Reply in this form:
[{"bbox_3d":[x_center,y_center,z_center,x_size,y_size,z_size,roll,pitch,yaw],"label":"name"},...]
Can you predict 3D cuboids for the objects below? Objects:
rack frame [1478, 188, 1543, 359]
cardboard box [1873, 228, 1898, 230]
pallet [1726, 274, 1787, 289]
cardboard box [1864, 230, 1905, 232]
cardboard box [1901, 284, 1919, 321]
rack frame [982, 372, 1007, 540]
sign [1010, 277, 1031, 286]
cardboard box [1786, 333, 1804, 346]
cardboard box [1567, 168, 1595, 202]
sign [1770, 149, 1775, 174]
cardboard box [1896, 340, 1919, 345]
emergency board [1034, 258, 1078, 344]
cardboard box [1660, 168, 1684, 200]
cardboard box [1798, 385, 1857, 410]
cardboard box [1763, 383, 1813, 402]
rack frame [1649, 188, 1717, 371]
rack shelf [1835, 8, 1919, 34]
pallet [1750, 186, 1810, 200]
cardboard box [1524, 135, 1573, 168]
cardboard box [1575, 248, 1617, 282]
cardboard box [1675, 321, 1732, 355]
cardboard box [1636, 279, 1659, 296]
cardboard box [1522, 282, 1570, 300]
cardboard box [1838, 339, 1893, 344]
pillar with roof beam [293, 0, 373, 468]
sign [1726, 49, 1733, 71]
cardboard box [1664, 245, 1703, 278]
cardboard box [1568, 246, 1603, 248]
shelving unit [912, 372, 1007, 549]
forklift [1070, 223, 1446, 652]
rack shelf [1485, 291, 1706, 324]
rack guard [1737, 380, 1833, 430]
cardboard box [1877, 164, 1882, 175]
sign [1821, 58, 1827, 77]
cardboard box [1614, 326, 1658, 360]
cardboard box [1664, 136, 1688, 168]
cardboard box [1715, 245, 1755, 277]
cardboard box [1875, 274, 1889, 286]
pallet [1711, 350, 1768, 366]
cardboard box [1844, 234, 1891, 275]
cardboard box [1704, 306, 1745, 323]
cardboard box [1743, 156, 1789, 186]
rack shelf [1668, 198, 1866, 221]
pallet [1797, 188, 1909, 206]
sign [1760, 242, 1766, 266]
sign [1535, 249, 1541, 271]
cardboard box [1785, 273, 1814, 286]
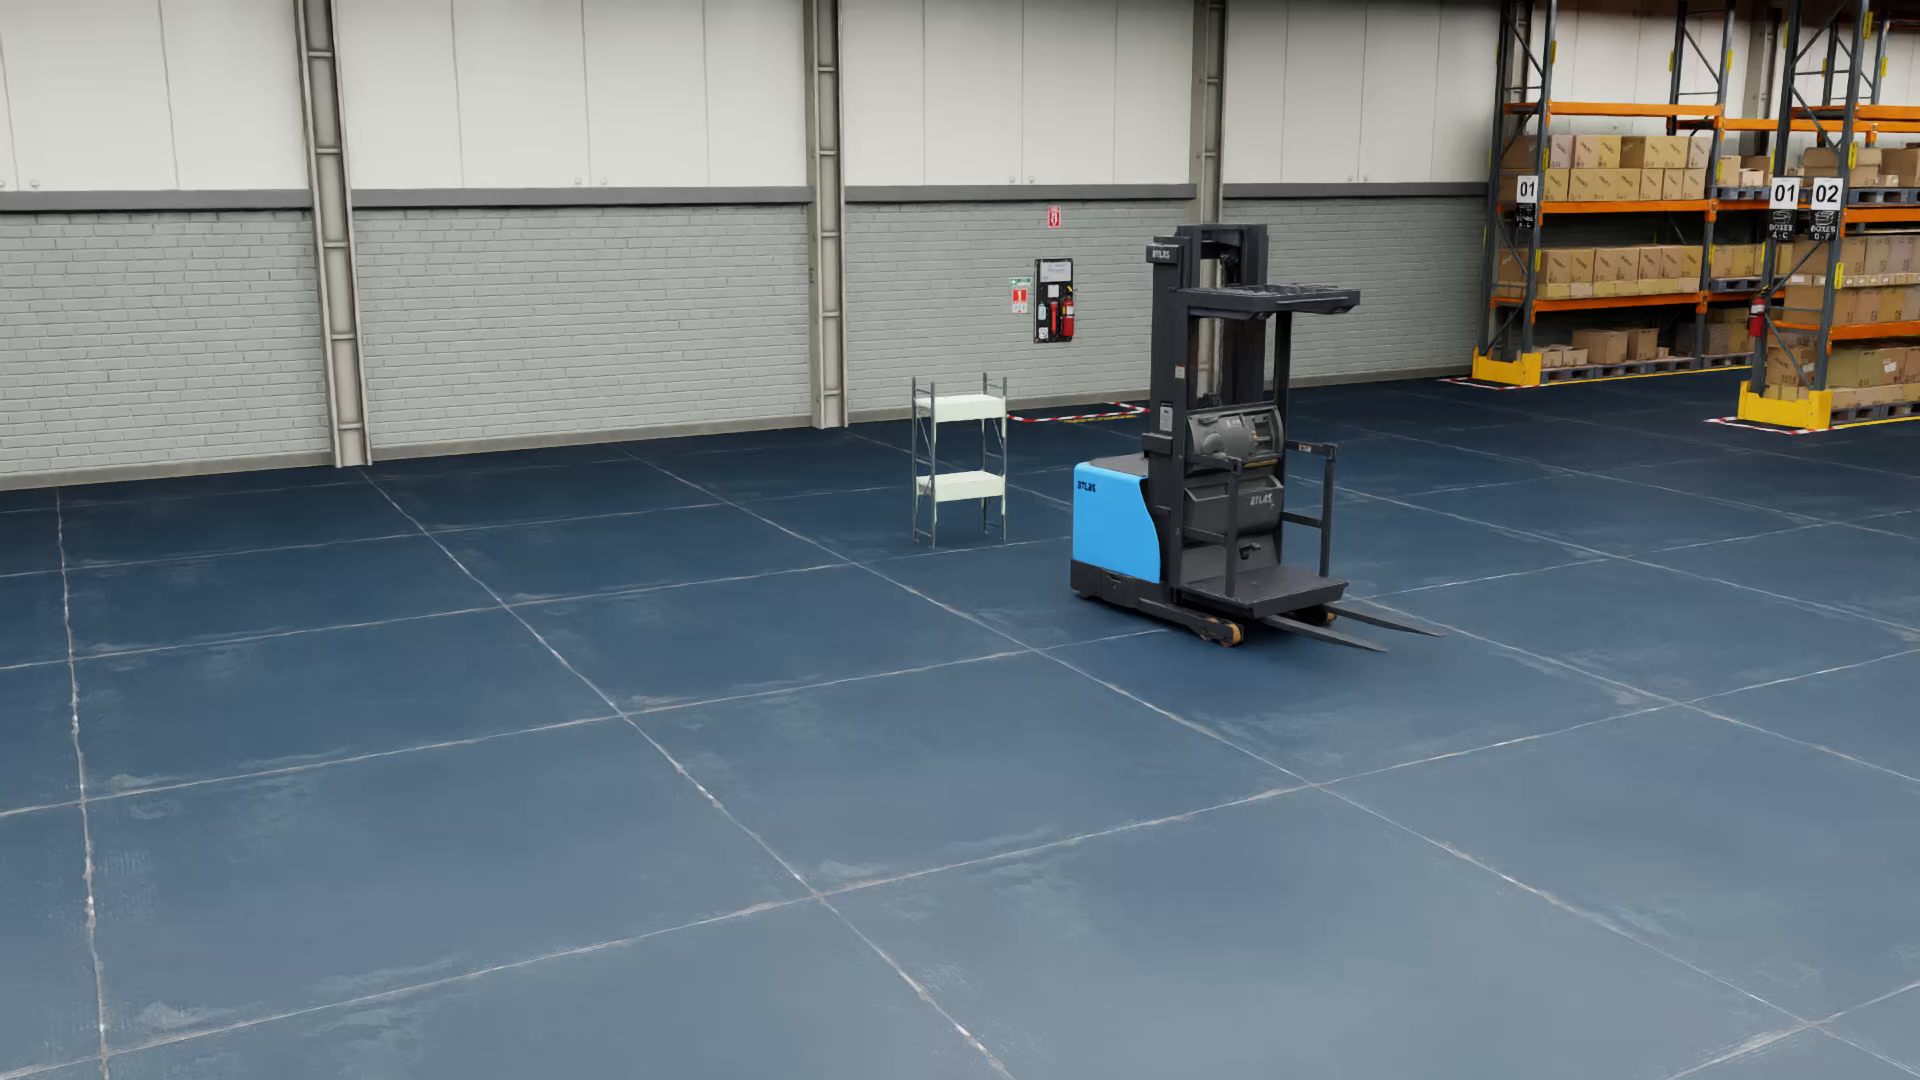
[{"bbox_3d":[8.618,-3.983,26.118,0.127,3.000,1.000,-7,14,-28],"label":"rack frame"},{"bbox_3d":[17.268,-5.653,30.878,0.500,0.250,0.500,-7,15,-29],"label":"cardboard box"},{"bbox_3d":[13.922,-4.515,28.918,1.213,0.211,1.003,-7,14,-28],"label":"pallet"},{"bbox_3d":[16.633,-5.449,29.973,0.500,0.250,0.500,-7,14,-29],"label":"cardboard box"},{"bbox_3d":[12.768,-3.288,22.800,0.500,0.500,0.700,-6,14,-26],"label":"cardboard box"},{"bbox_3d":[0.315,-0.769,15.253,0.023,1.500,0.400,-7,14,-28],"label":"rack frame"},{"bbox_3d":[0.837,-3.576,23.021,0.331,0.109,0.001,-7,14,-28],"label":"sign"},{"bbox_3d":[14.525,-3.703,29.561,0.500,0.500,0.700,-7,14,-28],"label":"cardboard box"},{"bbox_3d":[9.520,-5.542,25.938,0.500,0.500,0.500,-6,14,-24],"label":"cardboard box"},{"bbox_3d":[10.747,-4.992,21.931,0.005,0.325,0.100,-7,14,-28],"label":"sign"},{"bbox_3d":[13.322,-2.485,23.057,0.500,0.500,0.500,-7,14,-28],"label":"cardboard box"},{"bbox_3d":[1.364,-3.340,23.259,0.643,1.169,0.194,-7,14,-28],"label":"emergency board"},{"bbox_3d":[11.354,-5.775,26.972,0.500,0.500,0.500,-8,15,-33],"label":"cardboard box"},{"bbox_3d":[11.572,-1.906,22.194,0.500,0.250,0.500,-7,14,-28],"label":"cardboard box"},{"bbox_3d":[11.324,-2.006,22.637,0.500,0.250,0.500,-7,14,-28],"label":"cardboard box"},{"bbox_3d":[12.129,-4.404,27.988,0.127,3.000,1.000,-7,14,-28],"label":"rack frame"},{"bbox_3d":[17.395,-9.233,29.848,4.000,0.370,1.077,-7,14,-28],"label":"rack shelf"},{"bbox_3d":[13.630,-5.930,28.364,1.003,0.211,1.213,-7,14,-28],"label":"pallet"},{"bbox_3d":[9.072,-5.987,25.638,0.500,0.500,0.500,-8,15,-32],"label":"cardboard box"},{"bbox_3d":[10.076,-4.381,26.474,0.500,0.500,0.500,-7,15,-30],"label":"cardboard box"},{"bbox_3d":[12.767,-3.480,28.572,0.500,0.500,0.700,-6,14,-26],"label":"cardboard box"},{"bbox_3d":[10.983,-4.126,27.047,0.500,0.250,0.500,-7,14,-28],"label":"cardboard box"},{"bbox_3d":[9.198,-3.910,26.089,0.500,0.250,0.500,-7,15,-29],"label":"cardboard box"},{"bbox_3d":[12.633,-2.533,23.270,0.500,0.500,0.500,-7,14,-28],"label":"cardboard box"},{"bbox_3d":[-4.919,-4.427,14.427,0.400,9.000,9.100,-7,14,-28],"label":"pillar with roof beam"},{"bbox_3d":[12.372,-7.719,26.745,0.005,0.325,0.100,-7,14,-28],"label":"sign"},{"bbox_3d":[11.862,-4.597,27.434,0.500,0.500,0.500,-7,14,-28],"label":"cardboard box"},{"bbox_3d":[10.270,-4.536,27.160,0.500,0.500,0.500,-7,14,-27],"label":"cardboard box"},{"bbox_3d":[-0.006,-0.731,15.082,0.755,1.500,0.431,-7,14,-28],"label":"shelving unit"},{"bbox_3d":[2.158,-0.789,12.080,1.130,2.935,3.031,-9,16,-35],"label":"forklift"},{"bbox_3d":[10.373,-3.843,27.132,4.000,0.370,1.077,-7,14,-28],"label":"rack shelf"},{"bbox_3d":[10.973,-1.807,22.141,0.348,0.500,1.175,-7,14,-28],"label":"rack guard"},{"bbox_3d":[12.367,-4.953,22.521,0.500,0.311,0.500,-5,14,-21],"label":"cardboard box"},{"bbox_3d":[15.370,-8.391,29.553,0.005,0.325,0.100,-7,14,-28],"label":"sign"},{"bbox_3d":[11.237,-3.282,27.695,0.500,0.500,0.500,-8,15,-32],"label":"cardboard box"},{"bbox_3d":[11.340,-6.249,26.803,0.500,0.500,0.500,-6,14,-25],"label":"cardboard box"},{"bbox_3d":[13.086,-4.772,28.392,0.500,0.500,0.700,-5,14,-22],"label":"cardboard box"},{"bbox_3d":[12.115,-3.475,22.152,0.250,0.149,0.380,-7,14,-29],"label":"cardboard box"},{"bbox_3d":[13.883,-3.255,29.234,1.213,0.211,1.003,-7,14,-28],"label":"pallet"},{"bbox_3d":[11.916,-3.819,22.207,0.500,0.500,0.700,-7,15,-29],"label":"cardboard box"},{"bbox_3d":[13.152,-3.893,28.699,0.500,0.250,0.500,-7,15,-29],"label":"cardboard box"},{"bbox_3d":[13.729,-6.293,28.365,0.500,0.500,0.500,-7,15,-30],"label":"cardboard box"},{"bbox_3d":[13.884,-5.727,28.673,4.000,0.370,1.077,-7,14,-28],"label":"rack shelf"},{"bbox_3d":[11.628,-4.519,21.867,1.213,0.211,1.003,-7,14,-28],"label":"pallet"},{"bbox_3d":[10.747,-3.816,22.196,0.005,0.325,0.100,-7,14,-28],"label":"sign"},{"bbox_3d":[8.878,-4.301,25.559,0.005,0.325,0.100,-7,14,-28],"label":"sign"},{"bbox_3d":[11.239,-3.471,22.138,0.250,0.149,0.380,-7,15,-29],"label":"cardboard box"}]
